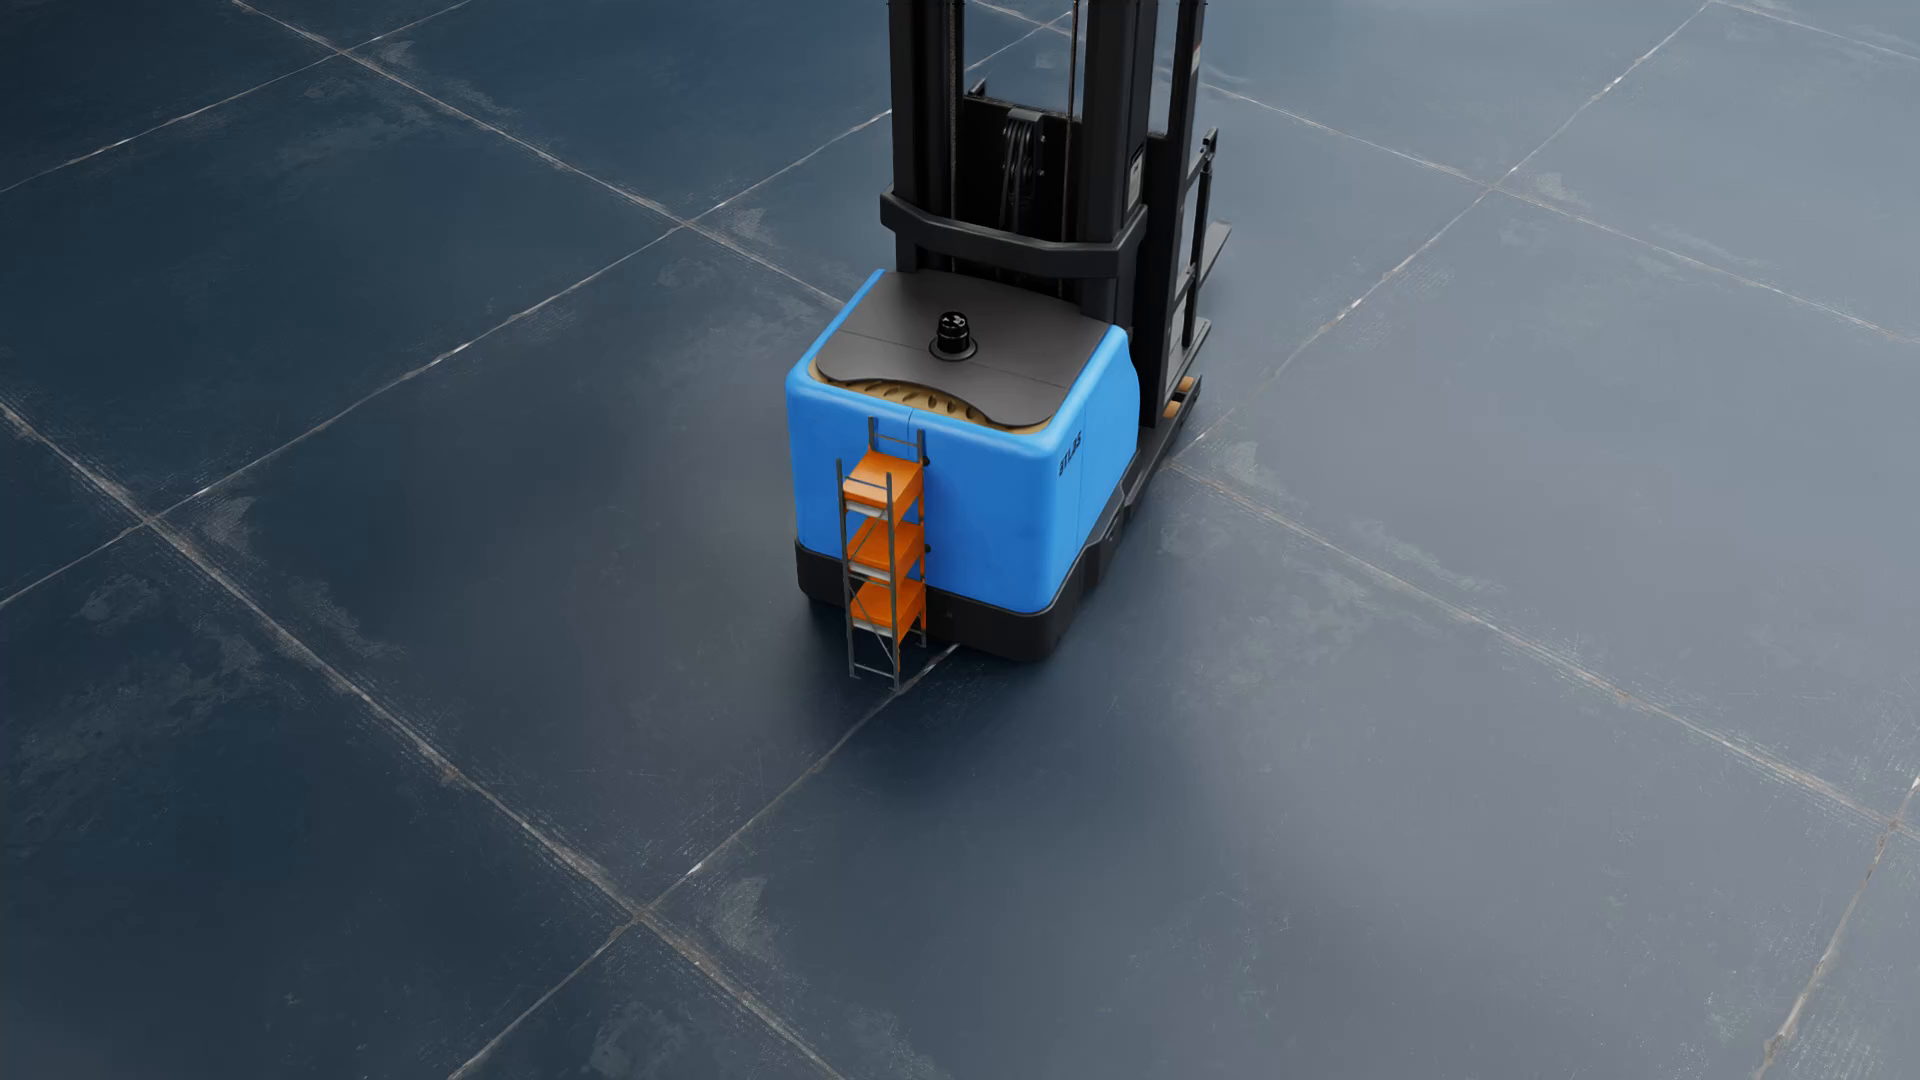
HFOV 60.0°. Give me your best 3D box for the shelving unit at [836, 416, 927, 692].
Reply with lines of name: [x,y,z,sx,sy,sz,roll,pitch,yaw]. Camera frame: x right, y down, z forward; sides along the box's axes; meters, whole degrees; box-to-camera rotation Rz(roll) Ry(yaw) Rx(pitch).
shelving unit: [-0.268,0.070,5.893,0.215,1.050,0.252,16,45,17]

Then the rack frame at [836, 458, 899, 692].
rack frame: [-0.317,0.145,5.810,0.200,1.050,0.008,16,45,17]

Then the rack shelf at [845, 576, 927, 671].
rack shelf: [-0.268,0.283,6.087,0.215,0.259,0.240,16,45,17]

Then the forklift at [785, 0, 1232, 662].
forklift: [0.419,-1.632,6.366,1.130,2.935,3.031,16,45,17]

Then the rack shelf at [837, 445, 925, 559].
rack shelf: [-0.268,-0.132,5.709,0.215,0.259,0.240,16,45,17]

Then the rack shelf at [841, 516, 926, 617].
rack shelf: [-0.268,0.077,5.900,0.215,0.259,0.240,16,45,17]

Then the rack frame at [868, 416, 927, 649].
rack frame: [-0.220,-0.006,5.976,0.200,1.050,0.008,16,45,17]
